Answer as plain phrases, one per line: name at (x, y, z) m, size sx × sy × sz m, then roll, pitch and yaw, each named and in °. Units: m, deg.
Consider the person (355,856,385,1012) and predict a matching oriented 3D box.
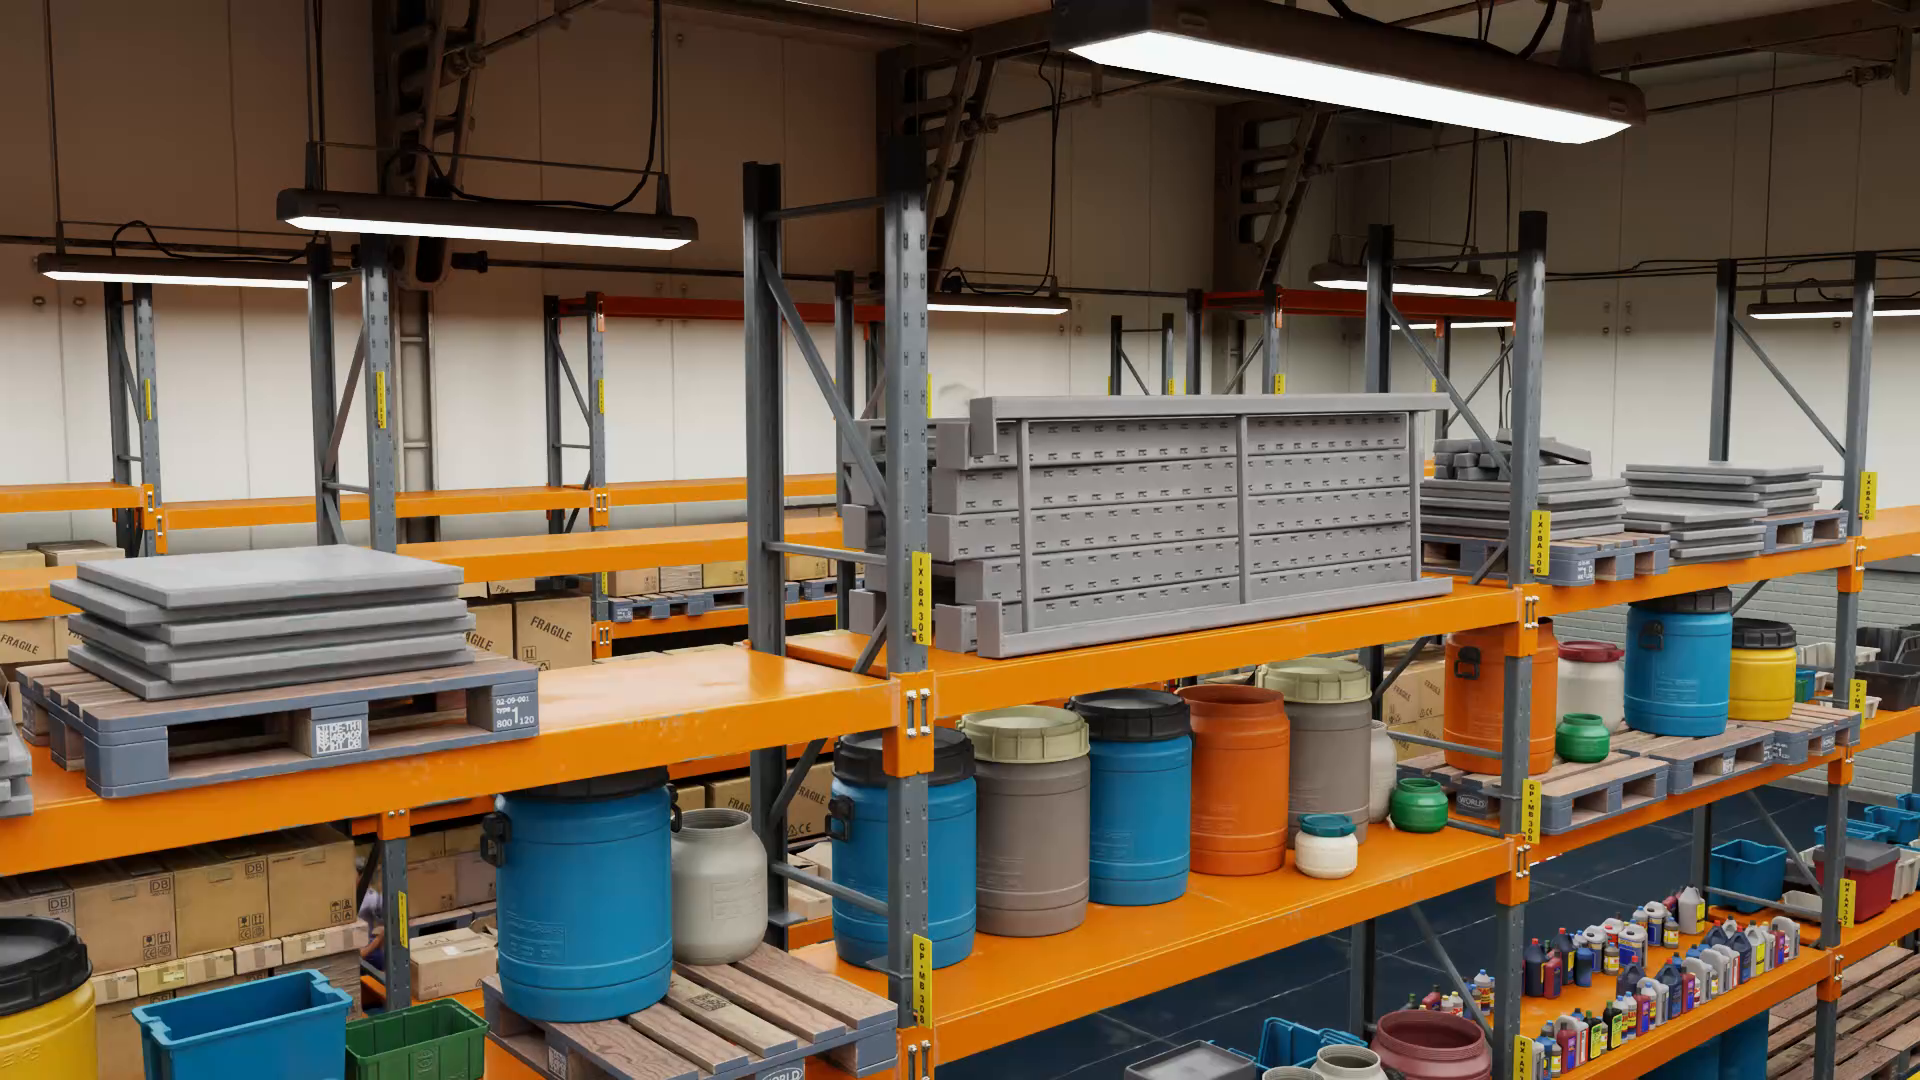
person at (-4.523, 3.184, 12.581) m, size 0.606 × 1.619 × 0.784 m, roll 5°, pitch 8°, yaw 44°
